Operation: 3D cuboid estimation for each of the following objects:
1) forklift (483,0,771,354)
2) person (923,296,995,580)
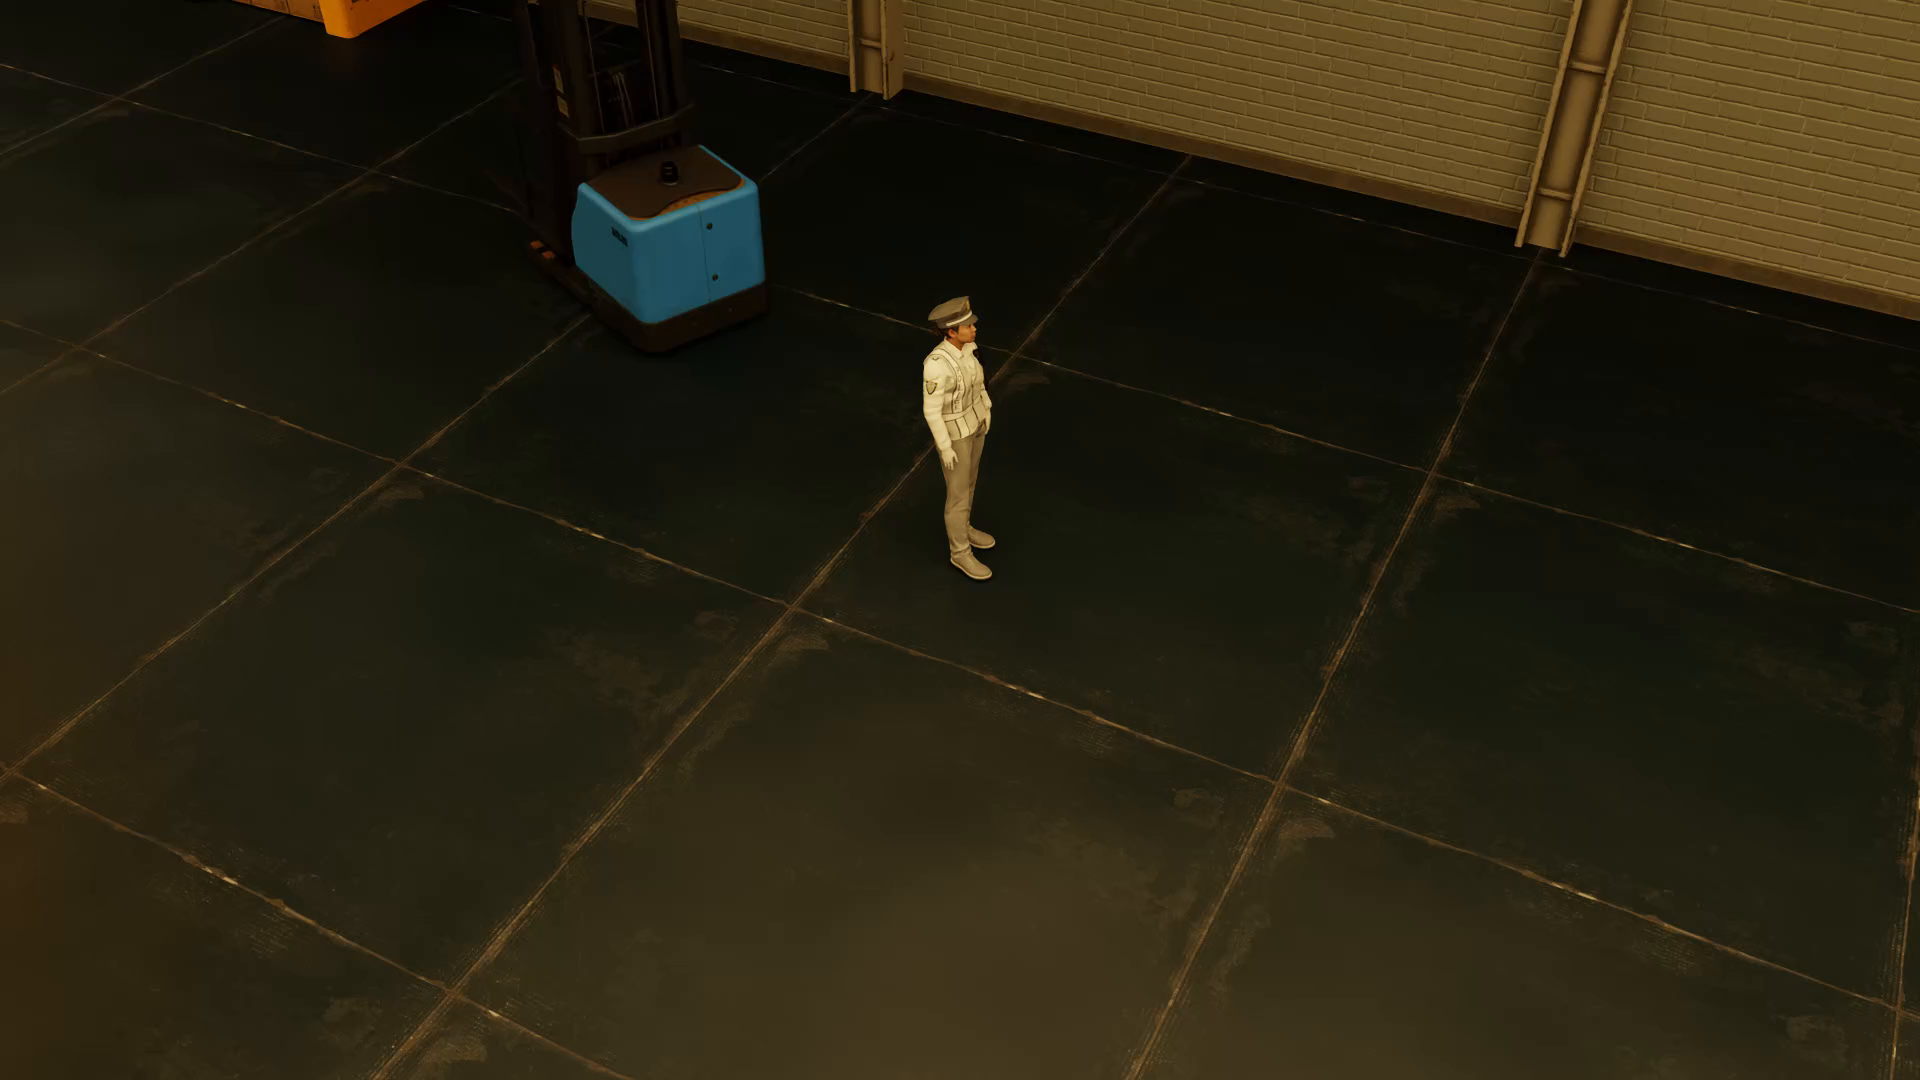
[{"bbox_3d":[-2.684,-3.330,11.940,1.130,2.935,3.031,-26,47,-28],"label":"forklift"},{"bbox_3d":[0.058,-0.630,9.683,0.531,1.695,0.587,18,43,21],"label":"person"}]
